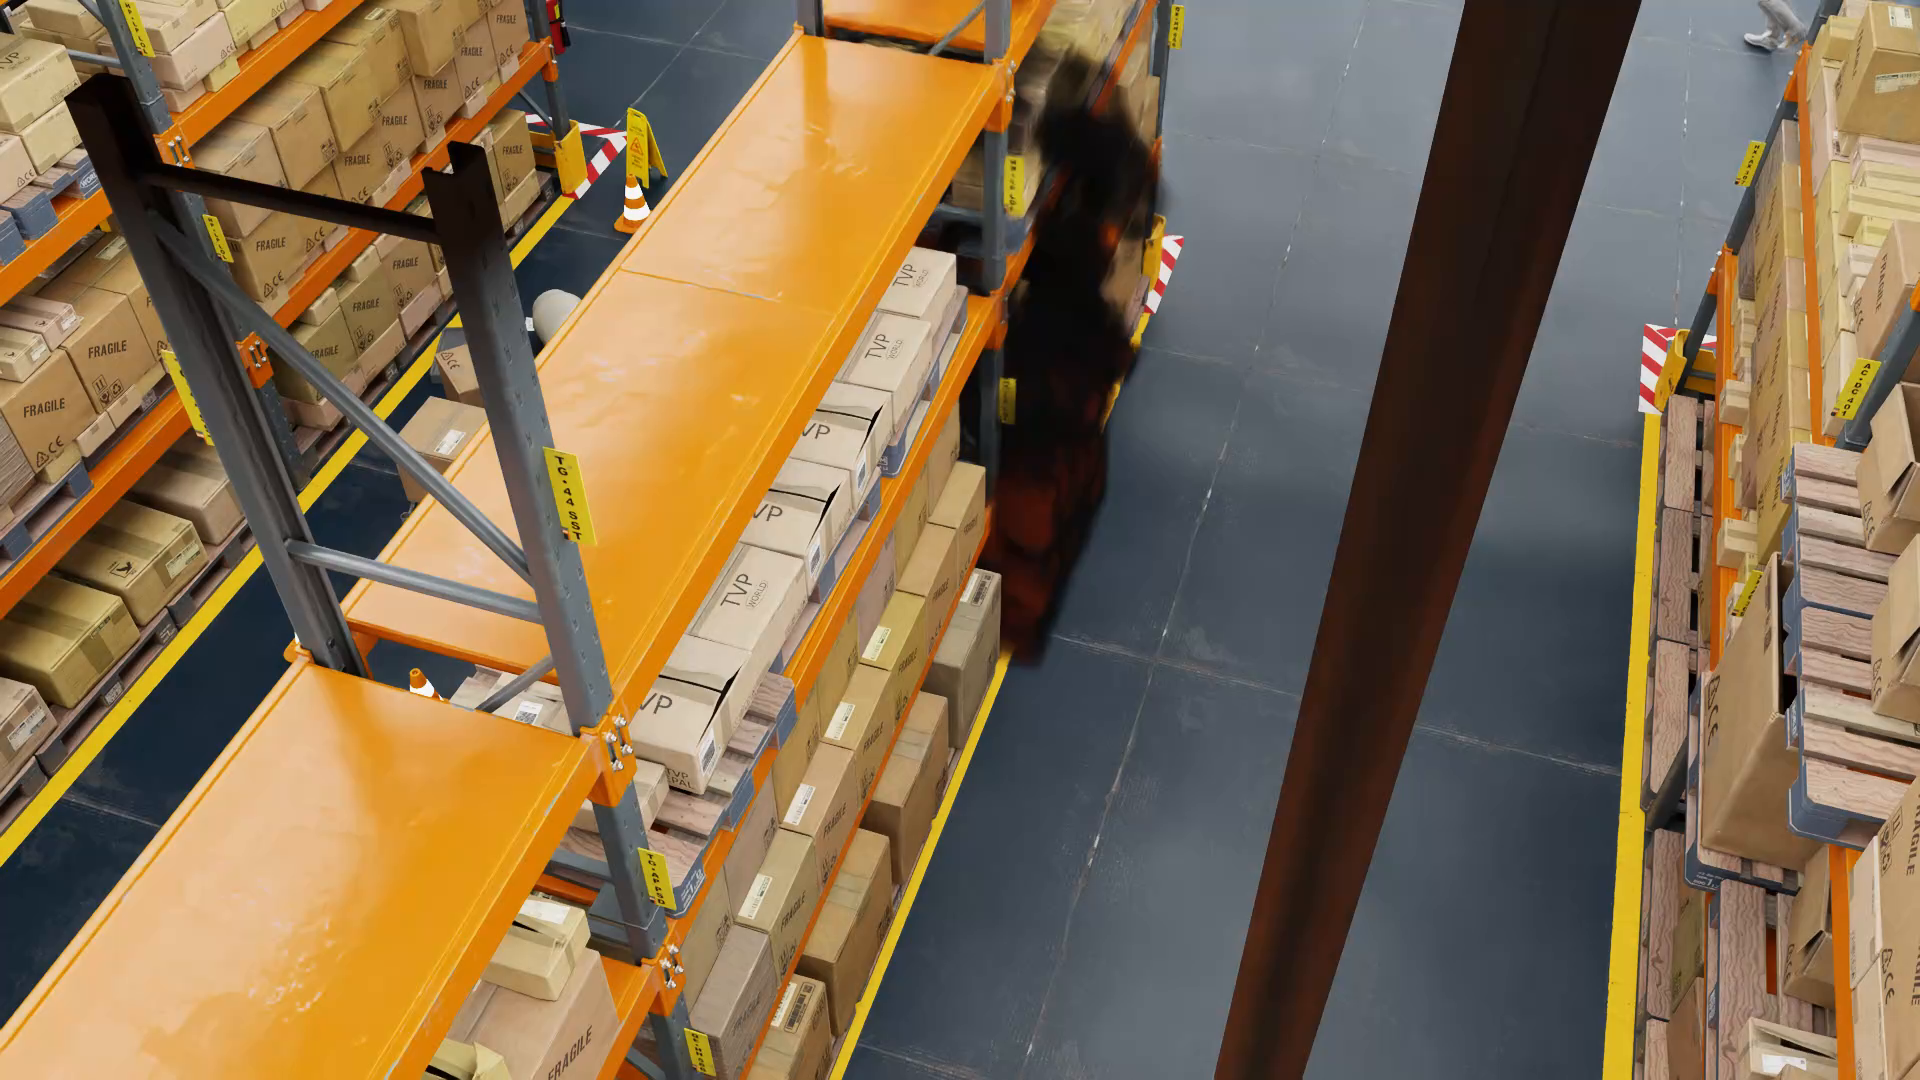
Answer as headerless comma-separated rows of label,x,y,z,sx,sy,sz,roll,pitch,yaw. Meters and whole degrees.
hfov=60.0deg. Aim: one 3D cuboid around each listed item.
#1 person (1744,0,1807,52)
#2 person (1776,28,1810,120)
person,7.598,-5.234,15.031,0.547,1.706,0.726,35,55,29
person,7.540,-4.239,14.110,0.655,1.653,0.738,-29,52,-25
